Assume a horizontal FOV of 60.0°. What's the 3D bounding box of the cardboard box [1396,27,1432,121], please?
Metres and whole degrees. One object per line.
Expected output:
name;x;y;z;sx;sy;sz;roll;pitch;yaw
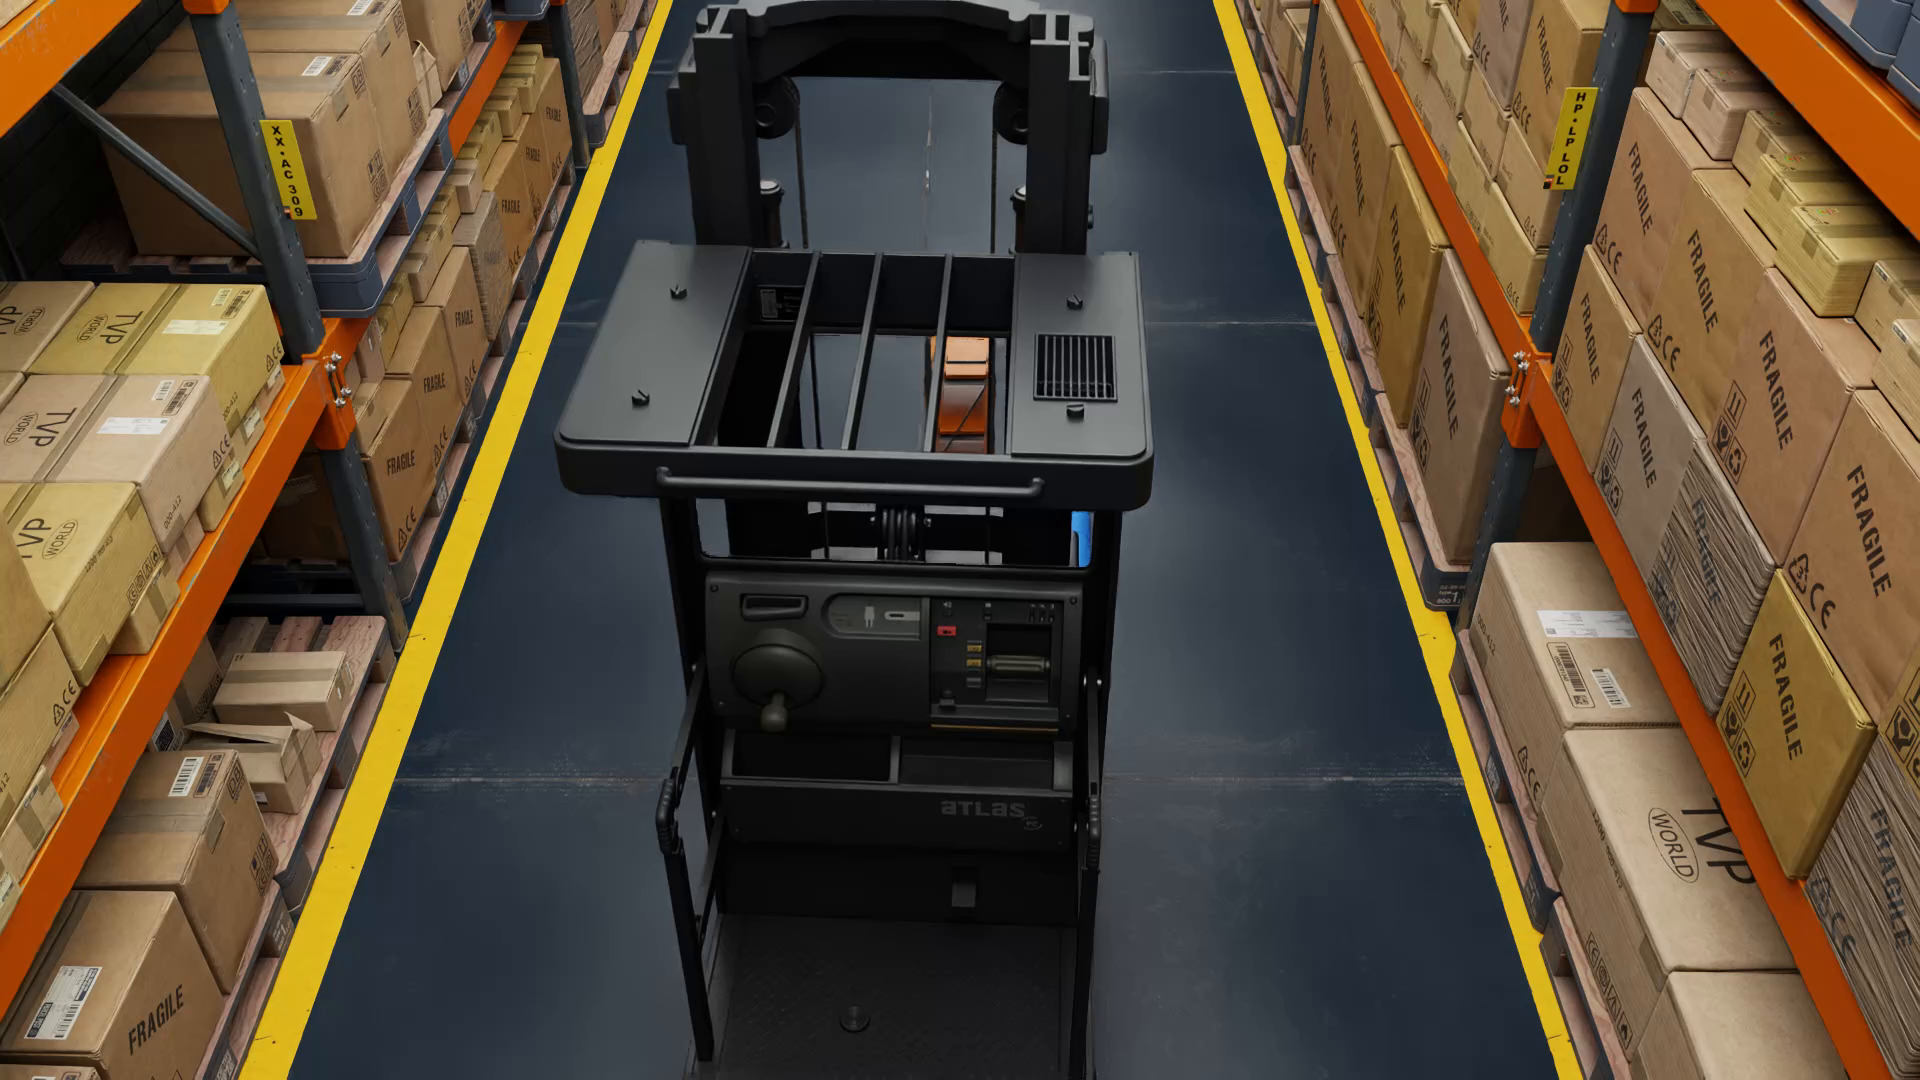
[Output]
cardboard box;2.136;-1.966;6.924;0.500;0.250;0.500;0;39;0

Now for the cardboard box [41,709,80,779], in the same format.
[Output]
cardboard box;-2.352;0.481;3.952;0.380;0.149;0.250;0;39;0

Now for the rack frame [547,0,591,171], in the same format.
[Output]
rack frame;-2.593;-3.282;8.447;1.000;3.000;0.127;0;39;0

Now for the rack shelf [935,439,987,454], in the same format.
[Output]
rack shelf;0.000;-0.312;6.288;0.258;0.148;0.480;0;39;0

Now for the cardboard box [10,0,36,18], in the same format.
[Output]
cardboard box;-2.304;-1.308;3.785;0.380;0.149;0.250;1;39;1

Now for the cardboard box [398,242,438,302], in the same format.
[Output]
cardboard box;-2.389;-1.108;6.879;0.380;0.149;0.250;0;39;0

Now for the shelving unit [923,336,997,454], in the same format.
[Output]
shelving unit;0.000;-0.365;6.246;0.258;1.200;0.503;0;39;0

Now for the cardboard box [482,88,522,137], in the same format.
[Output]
cardboard box;-2.352;-2.080;8.091;0.380;0.149;0.250;-1;39;-2

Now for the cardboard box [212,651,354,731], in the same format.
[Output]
cardboard box;-2.294;0.516;5.651;0.380;0.149;0.250;-1;39;-1

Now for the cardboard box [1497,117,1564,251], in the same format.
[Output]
cardboard box;2.131;-1.199;5.568;0.500;0.250;0.500;0;39;0

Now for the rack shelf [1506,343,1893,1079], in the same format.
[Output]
rack shelf;2.377;0.745;3.997;1.077;0.370;4.000;0;39;0

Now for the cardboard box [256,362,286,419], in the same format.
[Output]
cardboard box;-2.336;-0.484;5.156;0.380;0.149;0.250;0;39;1

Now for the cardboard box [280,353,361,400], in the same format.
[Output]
cardboard box;-2.384;-0.563;5.960;0.380;0.149;0.250;-1;39;-1

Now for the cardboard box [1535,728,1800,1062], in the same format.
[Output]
cardboard box;2.270;1.002;4.814;0.875;0.438;0.875;-1;39;-1

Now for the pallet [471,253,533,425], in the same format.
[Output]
pallet;-2.632;-0.966;7.787;1.003;0.211;1.213;0;39;0

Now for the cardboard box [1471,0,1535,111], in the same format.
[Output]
cardboard box;2.115;-1.819;5.741;0.500;0.500;0.500;1;39;1

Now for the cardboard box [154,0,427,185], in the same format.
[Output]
cardboard box;-2.366;-1.610;5.945;0.700;0.500;0.500;0;39;0

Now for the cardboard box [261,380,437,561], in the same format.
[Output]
cardboard box;-2.364;-0.272;6.354;0.500;0.500;0.500;2;39;2

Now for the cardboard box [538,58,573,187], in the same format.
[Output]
cardboard box;-2.378;-2.206;8.768;0.500;0.500;0.500;1;39;1

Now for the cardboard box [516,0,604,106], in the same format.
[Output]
cardboard box;-2.580;-2.910;9.545;0.875;0.625;0.625;1;39;1

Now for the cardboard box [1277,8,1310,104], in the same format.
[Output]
cardboard box;2.380;-2.780;9.586;0.950;0.372;0.625;-2;39;-3

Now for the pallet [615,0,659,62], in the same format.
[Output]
pallet;-2.554;-3.470;10.911;1.003;0.211;1.213;0;39;0

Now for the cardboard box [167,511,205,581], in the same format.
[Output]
cardboard box;-2.316;0.006;4.545;0.380;0.149;0.250;1;39;1

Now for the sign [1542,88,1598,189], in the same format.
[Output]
sign;1.832;-1.201;4.988;0.100;0.325;0.005;0;39;0

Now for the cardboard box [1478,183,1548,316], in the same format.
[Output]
cardboard box;2.122;-1.009;5.730;0.500;0.250;0.500;-1;39;-1

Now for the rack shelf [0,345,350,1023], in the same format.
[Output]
rack shelf;-2.586;0.751;3.990;1.077;0.370;4.000;0;39;0

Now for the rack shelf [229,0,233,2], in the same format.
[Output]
rack shelf;-2.591;-2.921;6.173;1.077;0.370;4.000;0;39;0

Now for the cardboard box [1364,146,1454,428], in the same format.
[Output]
cardboard box;2.285;-1.074;7.055;0.875;0.875;0.875;1;39;1

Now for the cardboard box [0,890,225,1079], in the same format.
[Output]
cardboard box;-2.353;1.284;4.412;0.500;0.500;0.500;1;39;1

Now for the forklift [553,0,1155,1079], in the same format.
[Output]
forklift;-0.174;0.363;3.954;1.130;2.935;3.031;2;39;2

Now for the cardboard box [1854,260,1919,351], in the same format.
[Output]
cardboard box;2.167;-0.473;3.543;0.380;0.149;0.250;0;39;0

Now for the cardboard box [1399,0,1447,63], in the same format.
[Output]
cardboard box;2.099;-2.156;6.761;0.500;0.250;0.500;1;39;1

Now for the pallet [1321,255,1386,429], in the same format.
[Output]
pallet;2.294;-0.946;7.762;1.003;0.211;1.213;0;39;0

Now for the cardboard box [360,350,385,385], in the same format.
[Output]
cardboard box;-2.401;-0.620;6.269;0.380;0.149;0.250;-1;39;-1

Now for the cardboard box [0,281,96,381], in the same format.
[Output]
cardboard box;-2.858;-0.529;4.893;0.500;0.250;0.500;0;39;-1

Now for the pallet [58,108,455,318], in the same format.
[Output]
pallet;-2.481;-1.206;6.009;1.003;0.211;1.213;0;39;0

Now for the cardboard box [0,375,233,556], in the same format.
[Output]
cardboard box;-2.329;-0.207;4.492;0.500;0.250;0.500;0;39;0

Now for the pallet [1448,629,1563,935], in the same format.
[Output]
pallet;2.298;0.777;5.612;1.003;0.211;1.213;0;39;0

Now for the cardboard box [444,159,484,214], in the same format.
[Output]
cardboard box;-2.366;-1.586;7.475;0.380;0.149;0.250;-2;39;-2

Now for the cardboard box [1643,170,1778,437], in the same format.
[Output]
cardboard box;2.128;-0.602;4.223;0.500;0.500;0.500;-1;39;-1

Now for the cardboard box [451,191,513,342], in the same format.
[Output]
cardboard box;-2.365;-1.241;7.564;0.500;0.500;0.500;-1;39;-2

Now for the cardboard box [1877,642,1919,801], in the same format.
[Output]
cardboard box;2.114;0.348;3.038;0.500;0.500;0.500;0;39;0

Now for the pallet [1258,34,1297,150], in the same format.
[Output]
pallet;2.371;-2.689;9.936;1.003;0.211;1.213;0;39;0

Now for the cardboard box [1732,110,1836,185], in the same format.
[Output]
cardboard box;2.175;-0.951;4.140;0.380;0.149;0.250;0;39;-1

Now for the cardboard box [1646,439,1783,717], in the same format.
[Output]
cardboard box;2.104;0.094;4.155;0.500;0.500;0.500;0;39;0

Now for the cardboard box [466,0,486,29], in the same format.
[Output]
cardboard box;-2.407;-2.466;7.010;0.797;0.503;0.637;-1;39;-1
